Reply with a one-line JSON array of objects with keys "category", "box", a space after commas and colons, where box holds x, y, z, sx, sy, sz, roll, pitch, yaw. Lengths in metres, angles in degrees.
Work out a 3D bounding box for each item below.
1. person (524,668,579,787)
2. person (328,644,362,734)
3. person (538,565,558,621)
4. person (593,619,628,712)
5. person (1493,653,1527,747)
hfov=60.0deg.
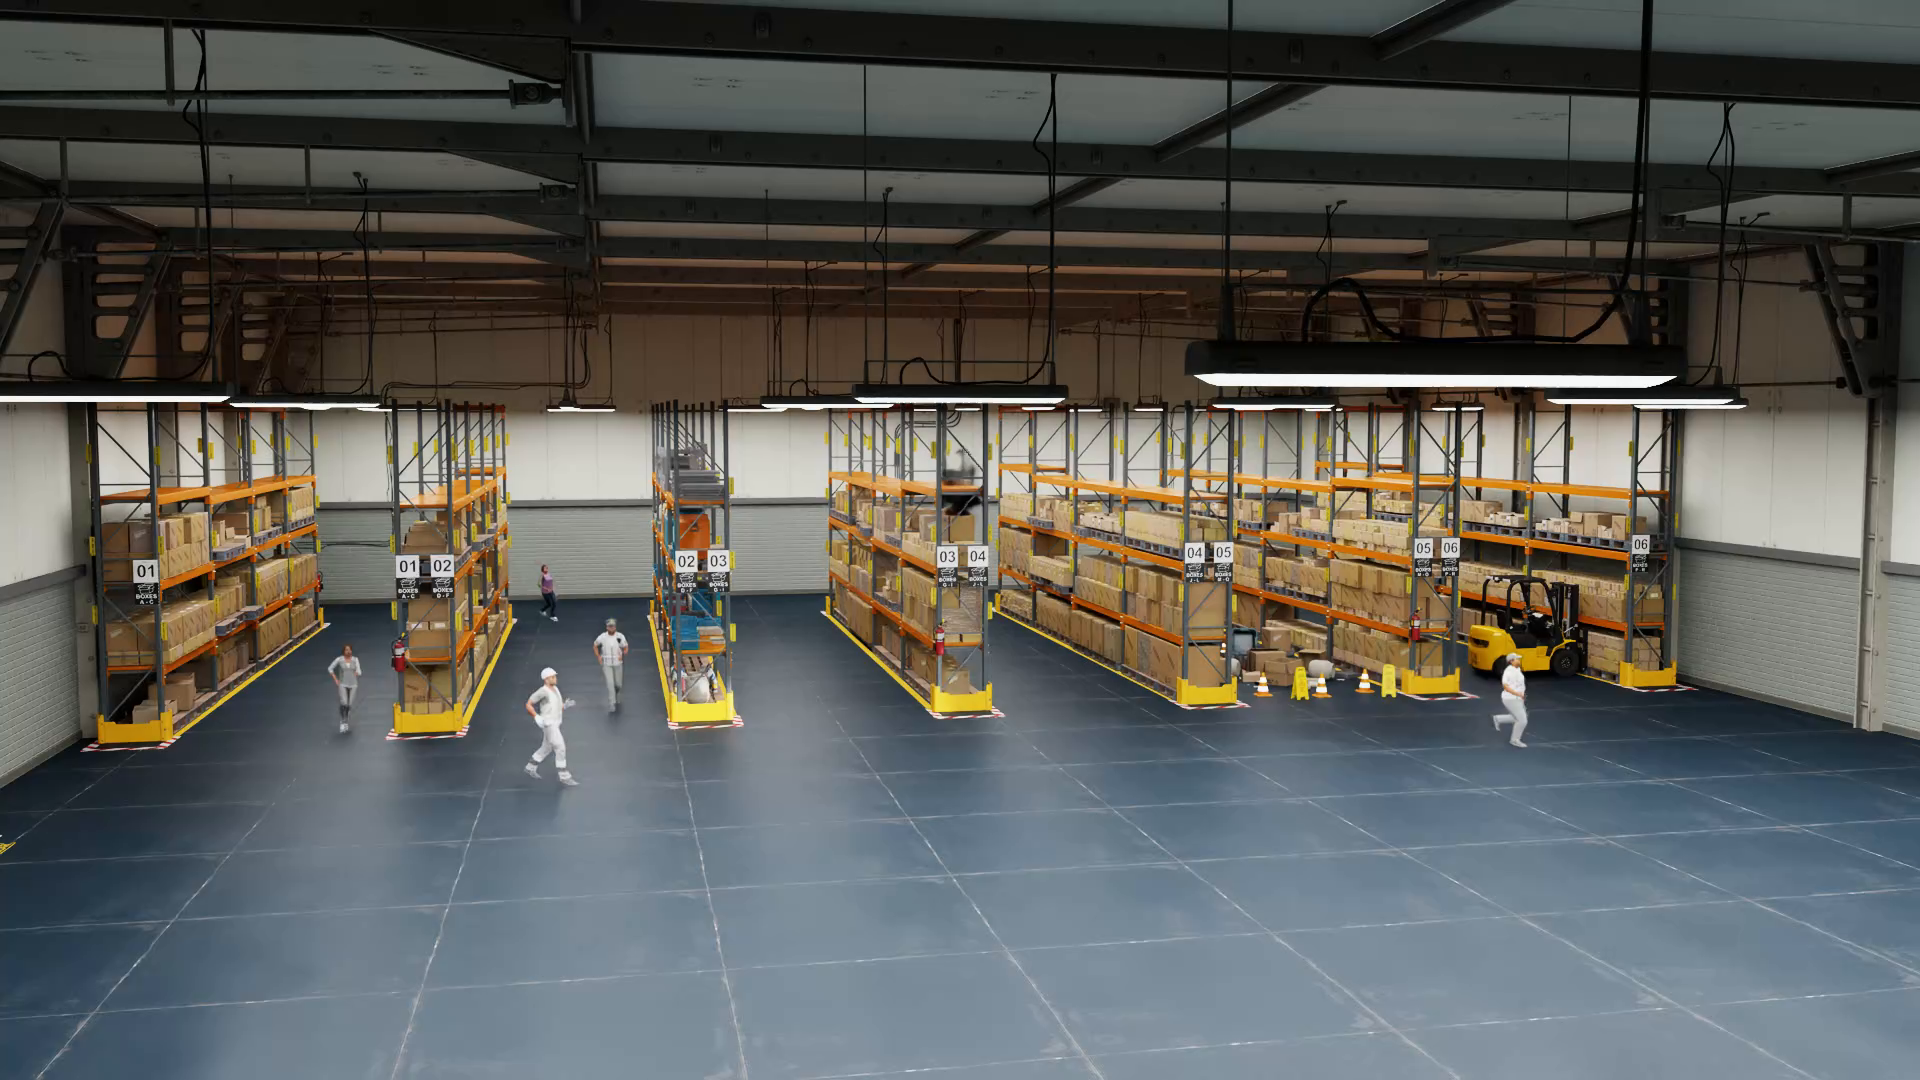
[{"category": "person", "box": [-6.309, 2.873, 25.617, 0.930, 1.810, 0.656, 0, 4, 6]}, {"category": "person", "box": [-11.062, 2.673, 29.991, 0.526, 1.605, 0.664, -3, 5, -35]}, {"category": "person", "box": [-11.523, 1.471, 46.244, 0.666, 1.578, 0.581, 3, 5, 34]}, {"category": "person", "box": [-6.799, 2.405, 32.420, 0.671, 1.775, 0.774, -1, 5, -17]}, {"category": "person", "box": [9.558, 2.756, 28.873, 0.617, 1.617, 0.625, 2, 5, 30]}]
